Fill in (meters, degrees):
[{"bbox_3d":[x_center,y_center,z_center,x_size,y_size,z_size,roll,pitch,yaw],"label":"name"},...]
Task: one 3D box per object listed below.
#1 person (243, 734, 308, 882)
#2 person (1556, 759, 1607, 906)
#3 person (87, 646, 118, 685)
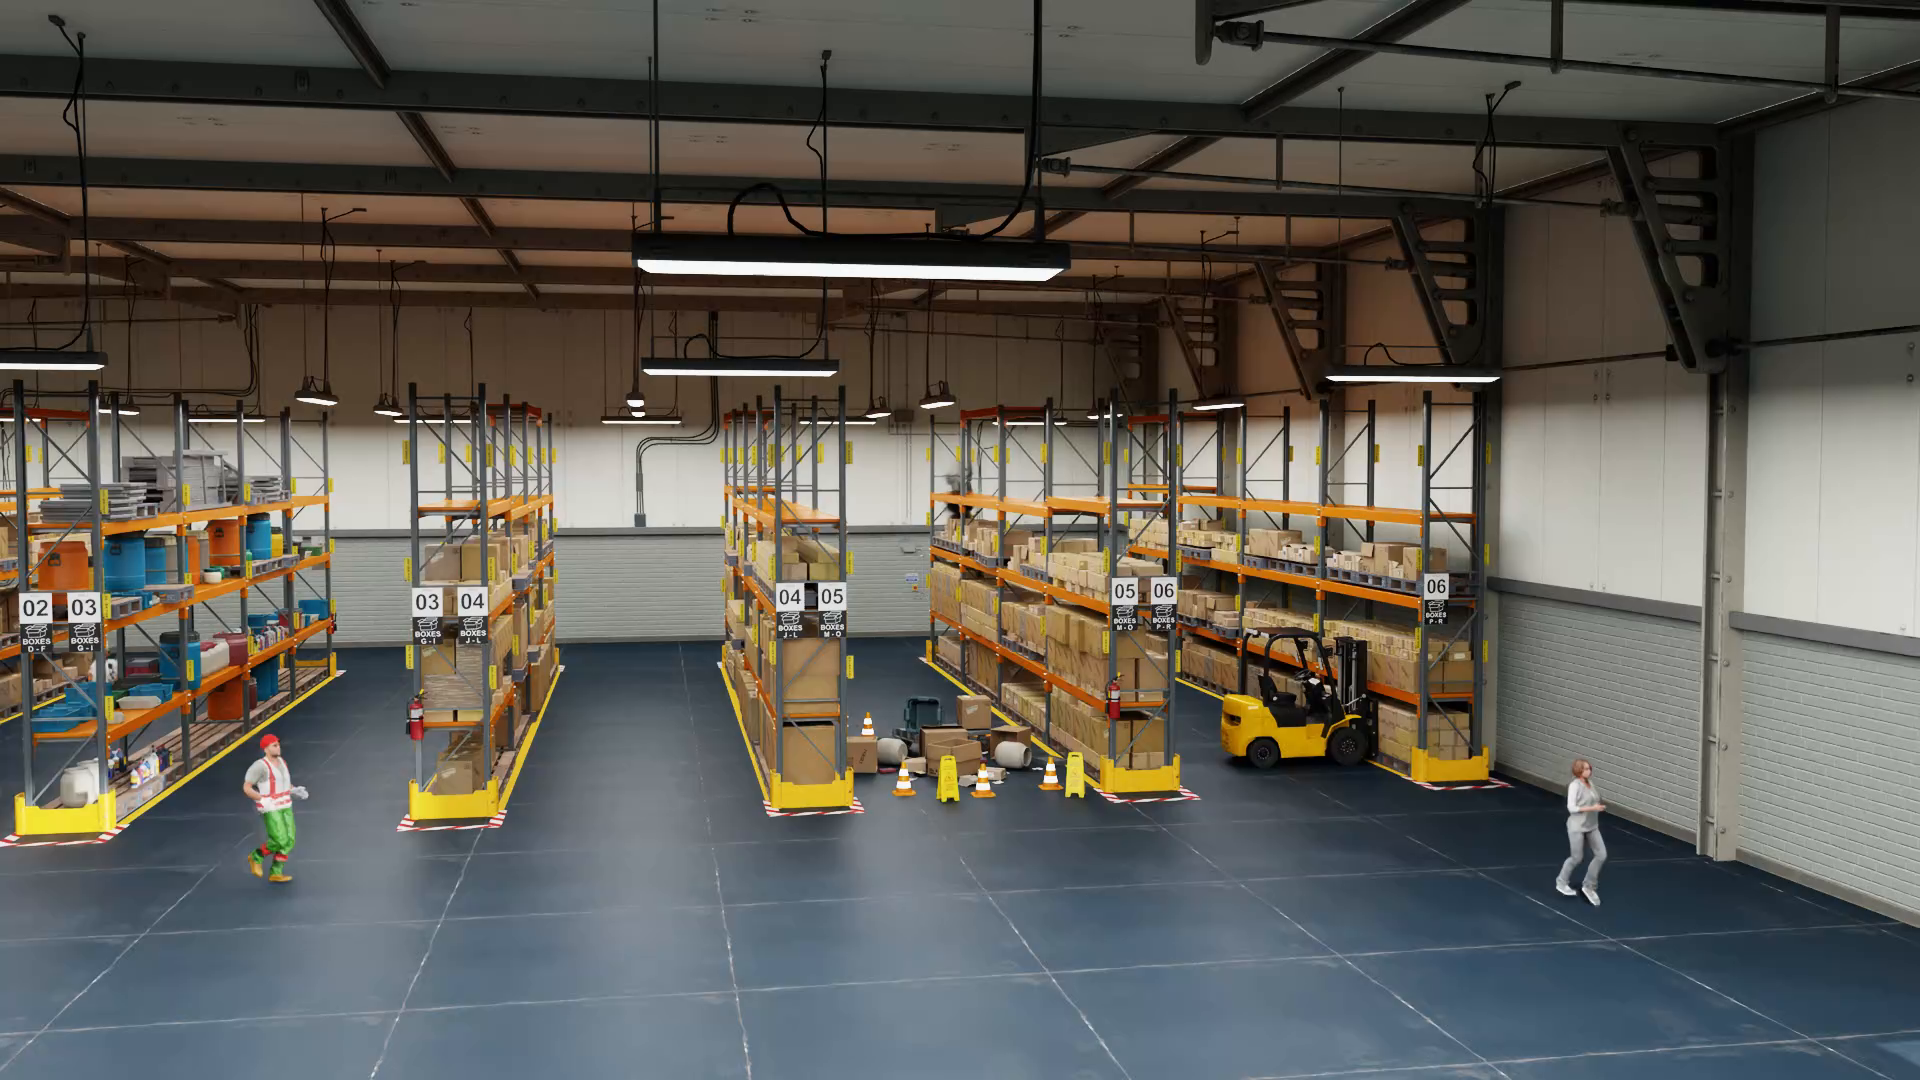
[{"bbox_3d":[-8.025,3.142,19.481,0.613,1.739,0.652,1,3,17],"label":"person"},{"bbox_3d":[6.971,3.262,18.587,0.514,1.633,0.660,-2,3,-29],"label":"person"},{"bbox_3d":[-15.230,2.688,29.622,0.615,1.624,0.727,-1,3,-14],"label":"person"}]
